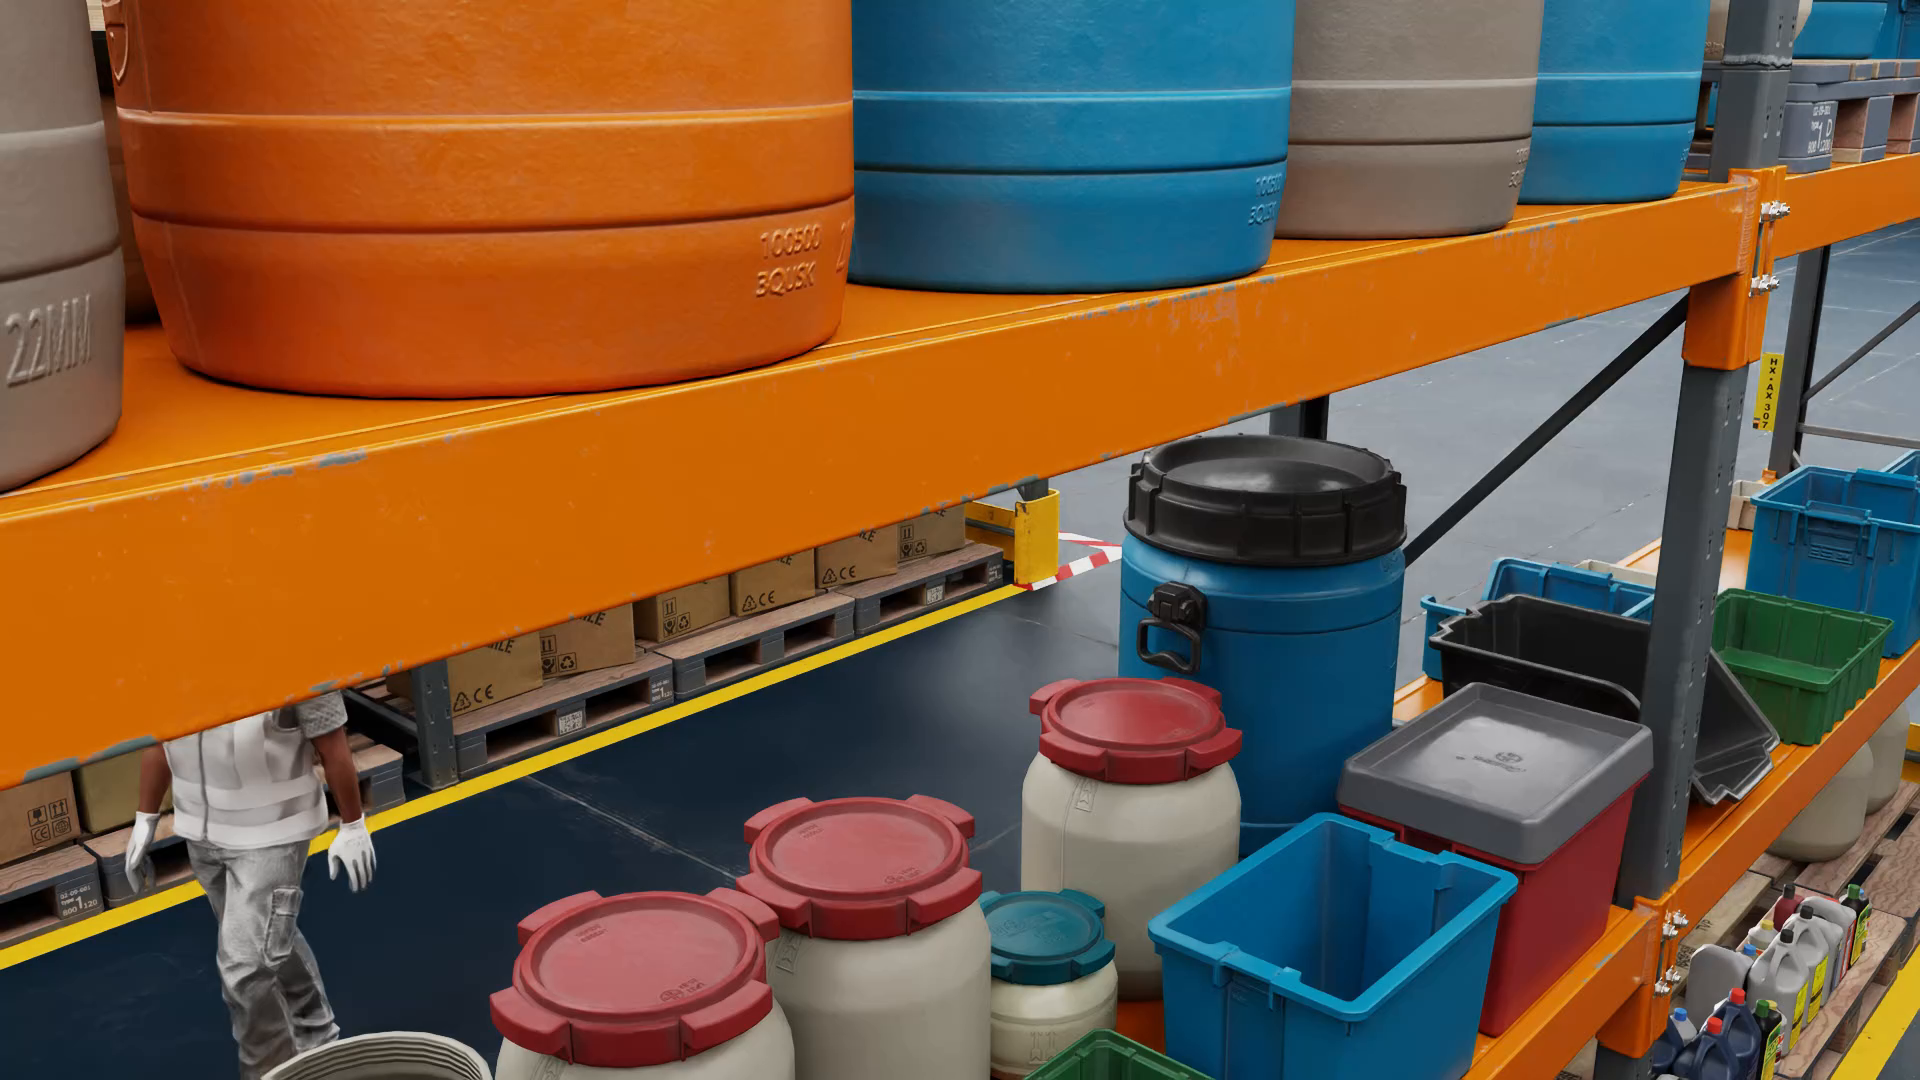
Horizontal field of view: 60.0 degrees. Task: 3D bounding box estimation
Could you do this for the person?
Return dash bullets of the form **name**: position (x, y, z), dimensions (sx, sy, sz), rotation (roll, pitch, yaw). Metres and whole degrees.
- **person**: position (-2.011, 0.868, 4.660), dimensions (0.615, 1.844, 0.591), rotation (7, 18, 21)
